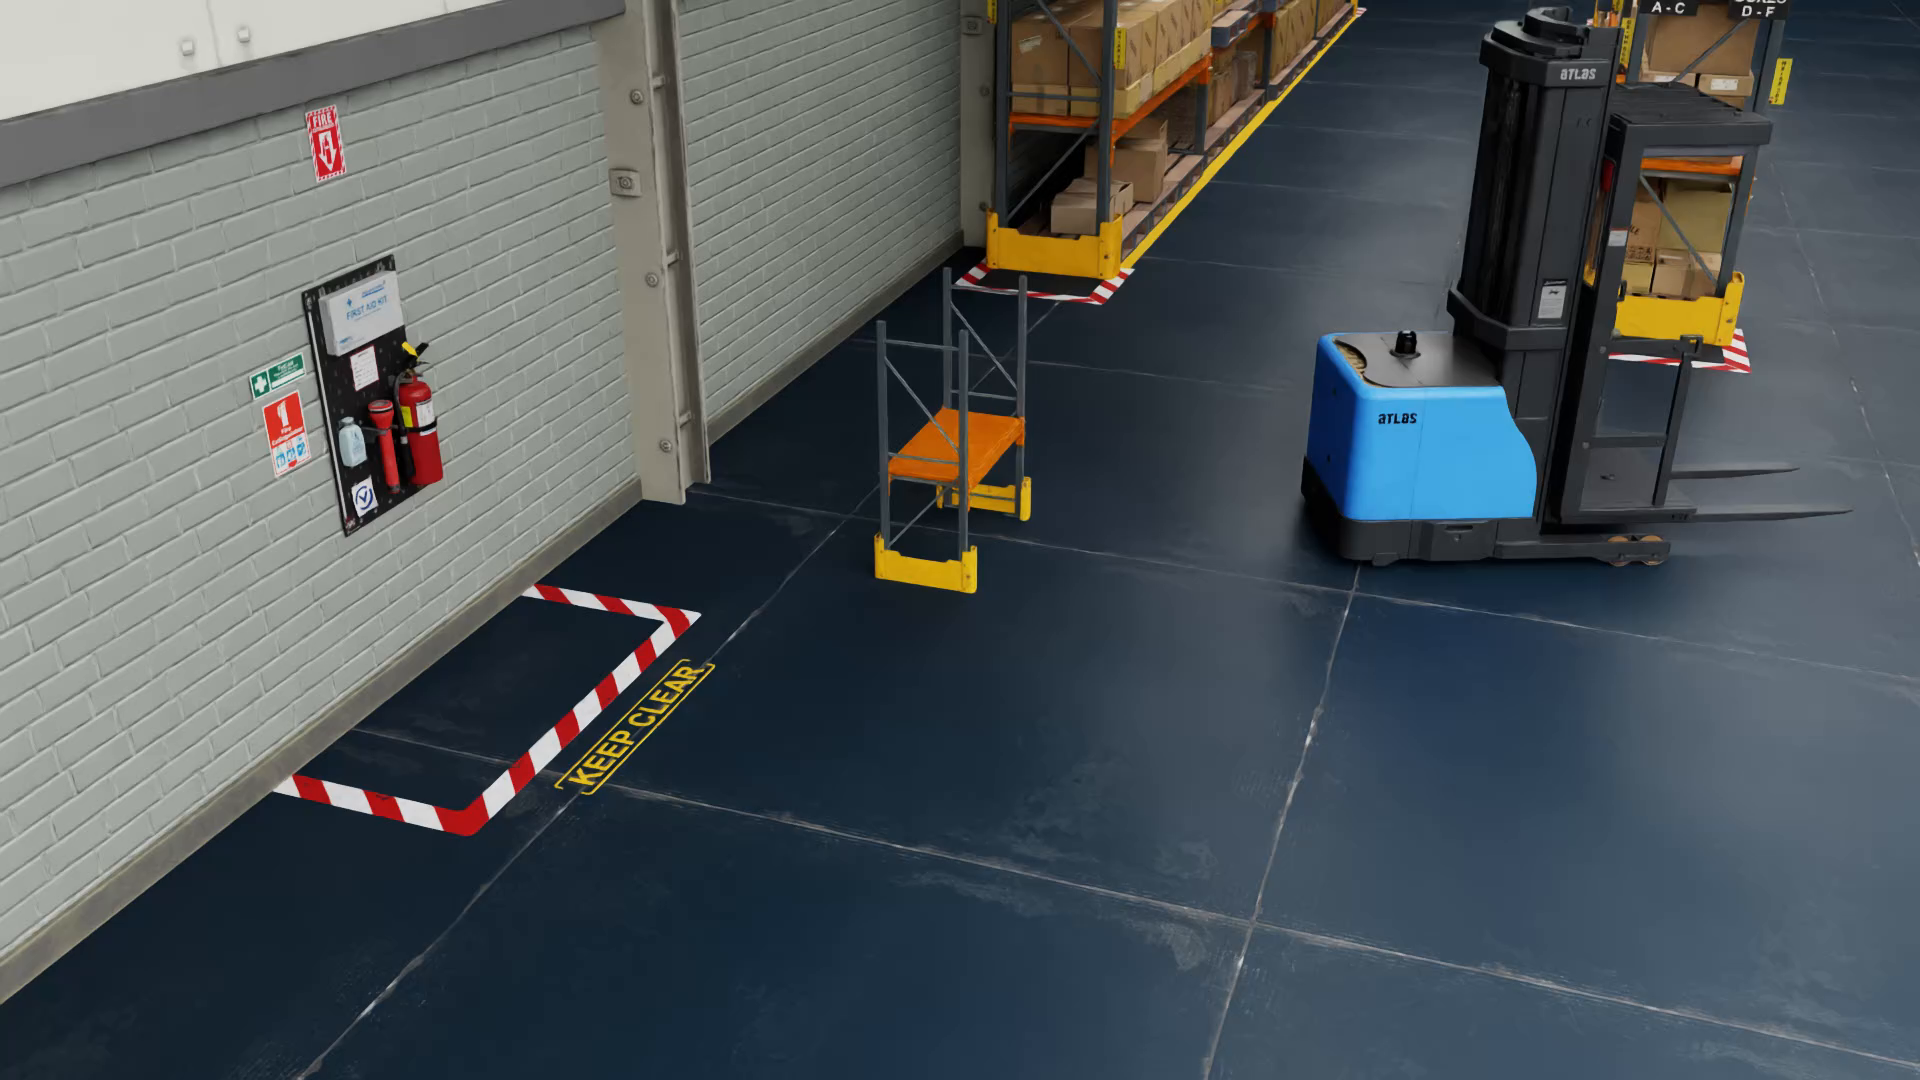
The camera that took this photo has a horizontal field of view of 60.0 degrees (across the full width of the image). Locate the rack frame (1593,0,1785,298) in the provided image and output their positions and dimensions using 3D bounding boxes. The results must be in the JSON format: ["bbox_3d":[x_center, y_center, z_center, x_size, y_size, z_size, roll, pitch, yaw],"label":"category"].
[{"bbox_3d":[5.468,-3.005,12.515,1.000,3.000,0.127,9,27,17],"label":"rack frame"}]

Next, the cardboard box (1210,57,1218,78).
[{"bbox_3d":[2.668,-5.477,19.123,0.500,0.250,0.500,8,27,16],"label":"cardboard box"}]

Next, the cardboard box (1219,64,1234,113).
[{"bbox_3d":[2.847,-5.376,19.775,0.700,0.500,0.500,9,27,17],"label":"cardboard box"}]

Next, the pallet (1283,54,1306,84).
[{"bbox_3d":[4.198,-6.567,23.072,1.003,0.211,1.213,9,27,17],"label":"pallet"}]

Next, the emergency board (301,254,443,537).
[{"bbox_3d":[-2.643,-0.660,7.670,0.194,1.169,0.643,9,27,17],"label":"emergency board"}]

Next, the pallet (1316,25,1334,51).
[{"bbox_3d":[5.115,-7.700,25.410,1.003,0.211,1.213,9,27,17],"label":"pallet"}]

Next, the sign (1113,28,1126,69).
[{"bbox_3d":[1.307,-4.033,13.645,0.100,0.325,0.005,9,27,17],"label":"sign"}]

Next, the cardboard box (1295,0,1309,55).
[{"bbox_3d":[4.402,-7.223,23.212,0.750,0.750,0.750,10,27,19],"label":"cardboard box"}]

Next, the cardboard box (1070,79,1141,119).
[{"bbox_3d":[1.257,-3.818,14.343,0.500,0.250,0.500,8,27,16],"label":"cardboard box"}]

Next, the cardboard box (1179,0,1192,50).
[{"bbox_3d":[1.922,-4.995,15.912,0.500,0.500,0.500,8,27,16],"label":"cardboard box"}]

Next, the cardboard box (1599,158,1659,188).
[{"bbox_3d":[5.685,-2.971,14.257,0.500,0.500,0.500,9,27,17],"label":"cardboard box"}]

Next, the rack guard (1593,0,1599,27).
[{"bbox_3d":[10.767,-8.424,26.575,1.175,0.500,0.348,9,27,17],"label":"rack guard"}]

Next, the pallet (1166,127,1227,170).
[{"bbox_3d":[2.384,-4.431,18.660,1.003,0.211,1.213,9,27,17],"label":"pallet"}]

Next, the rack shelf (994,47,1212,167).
[{"bbox_3d":[1.461,-4.220,15.850,1.077,0.370,4.000,9,27,17],"label":"rack shelf"}]

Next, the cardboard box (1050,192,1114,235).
[{"bbox_3d":[1.110,-2.981,15.046,0.500,0.311,0.500,6,26,12],"label":"cardboard box"}]

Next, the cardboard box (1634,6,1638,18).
[{"bbox_3d":[6.527,-4.904,15.577,0.380,0.149,0.250,9,27,17],"label":"cardboard box"}]

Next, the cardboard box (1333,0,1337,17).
[{"bbox_3d":[5.648,-8.647,26.553,0.700,0.500,0.500,8,27,16],"label":"cardboard box"}]

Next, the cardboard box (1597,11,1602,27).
[{"bbox_3d":[10.011,-7.948,25.373,0.500,0.250,0.500,9,27,17],"label":"cardboard box"}]

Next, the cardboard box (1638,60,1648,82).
[{"bbox_3d":[5.501,-3.635,12.956,0.380,0.149,0.250,9,27,19],"label":"cardboard box"}]

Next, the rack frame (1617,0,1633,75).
[{"bbox_3d":[6.799,-4.649,15.910,1.000,3.000,0.127,9,27,17],"label":"rack frame"}]

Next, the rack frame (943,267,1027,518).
[{"bbox_3d":[0.141,-0.849,9.782,0.500,1.500,0.032,9,27,17],"label":"rack frame"}]

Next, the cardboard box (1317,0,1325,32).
[{"bbox_3d":[5.134,-8.010,25.238,0.700,0.500,0.500,9,27,18],"label":"cardboard box"}]

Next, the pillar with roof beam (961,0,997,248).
[{"bbox_3d":[4.272,-6.211,12.252,9.100,9.000,0.400,9,27,17],"label":"pillar with roof beam"}]

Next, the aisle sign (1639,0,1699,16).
[{"bbox_3d":[5.169,-4.191,11.981,0.394,0.787,0.004,9,27,17],"label":"aisle sign"}]

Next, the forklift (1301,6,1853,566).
[{"bbox_3d":[3.626,-1.401,9.280,3.031,2.935,1.130,-1,26,-3],"label":"forklift"}]

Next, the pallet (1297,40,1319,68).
[{"bbox_3d":[4.603,-7.071,24.111,1.003,0.211,1.213,9,27,17],"label":"pallet"}]

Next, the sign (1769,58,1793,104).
[{"bbox_3d":[5.989,-3.348,12.138,0.100,0.325,0.005,9,27,17],"label":"sign"}]

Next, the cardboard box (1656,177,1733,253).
[{"bbox_3d":[6.021,-2.688,13.673,0.500,0.500,0.500,9,27,17],"label":"cardboard box"}]

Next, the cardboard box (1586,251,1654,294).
[{"bbox_3d":[5.368,-2.220,13.567,0.500,0.250,0.500,9,27,17],"label":"cardboard box"}]

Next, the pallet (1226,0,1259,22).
[{"bbox_3d":[2.837,-6.104,19.135,1.003,0.211,1.213,9,27,17],"label":"pallet"}]

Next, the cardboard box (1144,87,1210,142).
[{"bbox_3d":[2.355,-4.744,18.469,0.700,0.500,0.500,10,27,19],"label":"cardboard box"}]

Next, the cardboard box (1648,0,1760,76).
[{"bbox_3d":[5.653,-3.846,12.648,0.700,0.500,0.500,9,27,18],"label":"cardboard box"}]

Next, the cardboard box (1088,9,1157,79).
[{"bbox_3d":[1.411,-4.356,14.592,0.500,0.500,0.500,9,27,18],"label":"cardboard box"}]

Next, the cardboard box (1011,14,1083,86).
[{"bbox_3d":[0.752,-4.226,14.324,0.500,0.500,0.500,8,27,17],"label":"cardboard box"}]

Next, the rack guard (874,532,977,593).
[{"bbox_3d":[-0.191,0.123,9.208,0.587,0.250,0.087,9,27,17],"label":"rack guard"}]

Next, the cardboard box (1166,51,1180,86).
[{"bbox_3d":[1.762,-4.450,15.647,0.500,0.250,0.500,9,27,18],"label":"cardboard box"}]

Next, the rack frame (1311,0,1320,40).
[{"bbox_3d":[4.788,-8.654,24.181,1.000,3.000,0.127,9,27,17],"label":"rack frame"}]

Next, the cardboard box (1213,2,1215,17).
[{"bbox_3d":[2.328,-5.813,17.695,0.700,0.500,0.500,9,27,18],"label":"cardboard box"}]

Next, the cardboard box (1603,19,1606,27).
[{"bbox_3d":[9.070,-6.846,22.812,0.500,0.500,0.500,8,27,15],"label":"cardboard box"}]

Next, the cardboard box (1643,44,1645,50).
[{"bbox_3d":[5.759,-3.951,13.609,0.380,0.149,0.250,10,27,19],"label":"cardboard box"}]

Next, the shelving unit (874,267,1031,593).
[{"bbox_3d":[-0.025,-0.644,9.358,0.587,1.500,1.083,9,27,17],"label":"shelving unit"}]

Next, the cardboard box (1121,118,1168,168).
[{"bbox_3d":[1.819,-4.007,16.947,0.500,0.500,0.500,7,27,14],"label":"cardboard box"}]

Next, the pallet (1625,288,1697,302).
[{"bbox_3d":[5.683,-2.071,13.784,1.003,0.211,1.213,9,27,17],"label":"pallet"}]

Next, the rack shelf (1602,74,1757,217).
[{"bbox_3d":[6.133,-3.503,14.369,1.077,0.370,4.000,9,27,17],"label":"rack shelf"}]

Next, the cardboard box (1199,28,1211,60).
[{"bbox_3d":[2.254,-5.069,16.926,0.500,0.250,0.500,9,27,18],"label":"cardboard box"}]

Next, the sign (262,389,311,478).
[{"bbox_3d":[-2.924,-0.463,7.224,0.001,0.329,0.234,9,27,17],"label":"sign"}]

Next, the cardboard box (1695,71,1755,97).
[{"bbox_3d":[5.801,-3.472,12.621,0.380,0.149,0.250,9,27,17],"label":"cardboard box"}]
